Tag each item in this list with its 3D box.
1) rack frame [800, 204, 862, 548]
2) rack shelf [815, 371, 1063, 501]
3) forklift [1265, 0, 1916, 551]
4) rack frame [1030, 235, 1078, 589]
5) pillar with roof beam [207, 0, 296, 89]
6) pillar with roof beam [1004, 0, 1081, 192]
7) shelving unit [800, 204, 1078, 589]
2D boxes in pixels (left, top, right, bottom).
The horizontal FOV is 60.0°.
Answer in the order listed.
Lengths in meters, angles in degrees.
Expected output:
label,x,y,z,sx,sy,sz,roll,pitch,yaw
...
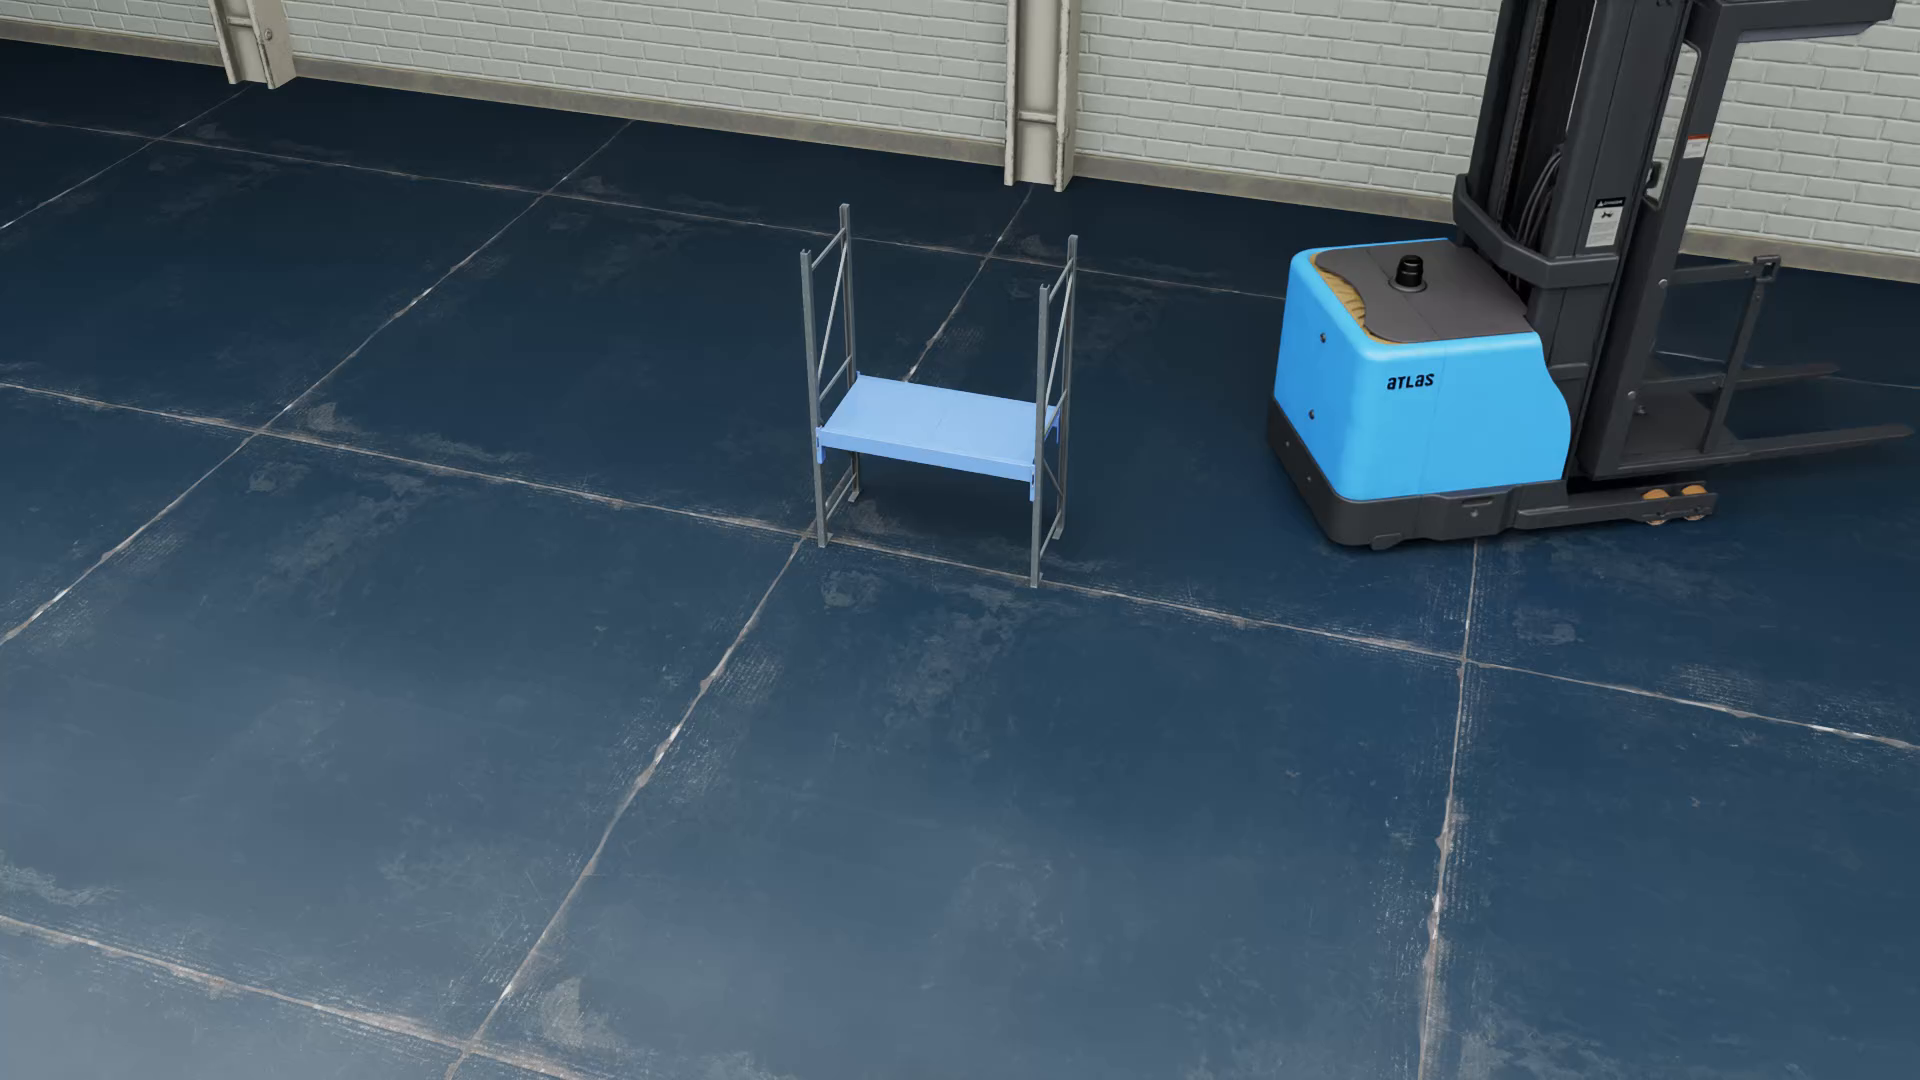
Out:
label,x,y,z,sx,sy,sz,roll,pitch,yaw
rack frame,-0.567,-0.709,7.448,0.032,1.500,0.500,10,38,14
rack shelf,-0.081,-0.474,7.433,1.000,0.185,0.538,10,38,14
forklift,3.100,-1.554,7.389,3.031,2.935,1.130,-6,37,-8
rack frame,0.404,-0.529,7.204,0.032,1.500,0.500,10,38,14
pillar with roof beam,-6.487,-4.637,6.459,0.400,9.000,9.100,10,38,14
pillar with roof beam,-0.760,-3.576,5.018,0.400,9.000,9.100,10,38,14
shelving unit,-0.081,-0.619,7.326,1.048,1.500,0.538,10,38,14
